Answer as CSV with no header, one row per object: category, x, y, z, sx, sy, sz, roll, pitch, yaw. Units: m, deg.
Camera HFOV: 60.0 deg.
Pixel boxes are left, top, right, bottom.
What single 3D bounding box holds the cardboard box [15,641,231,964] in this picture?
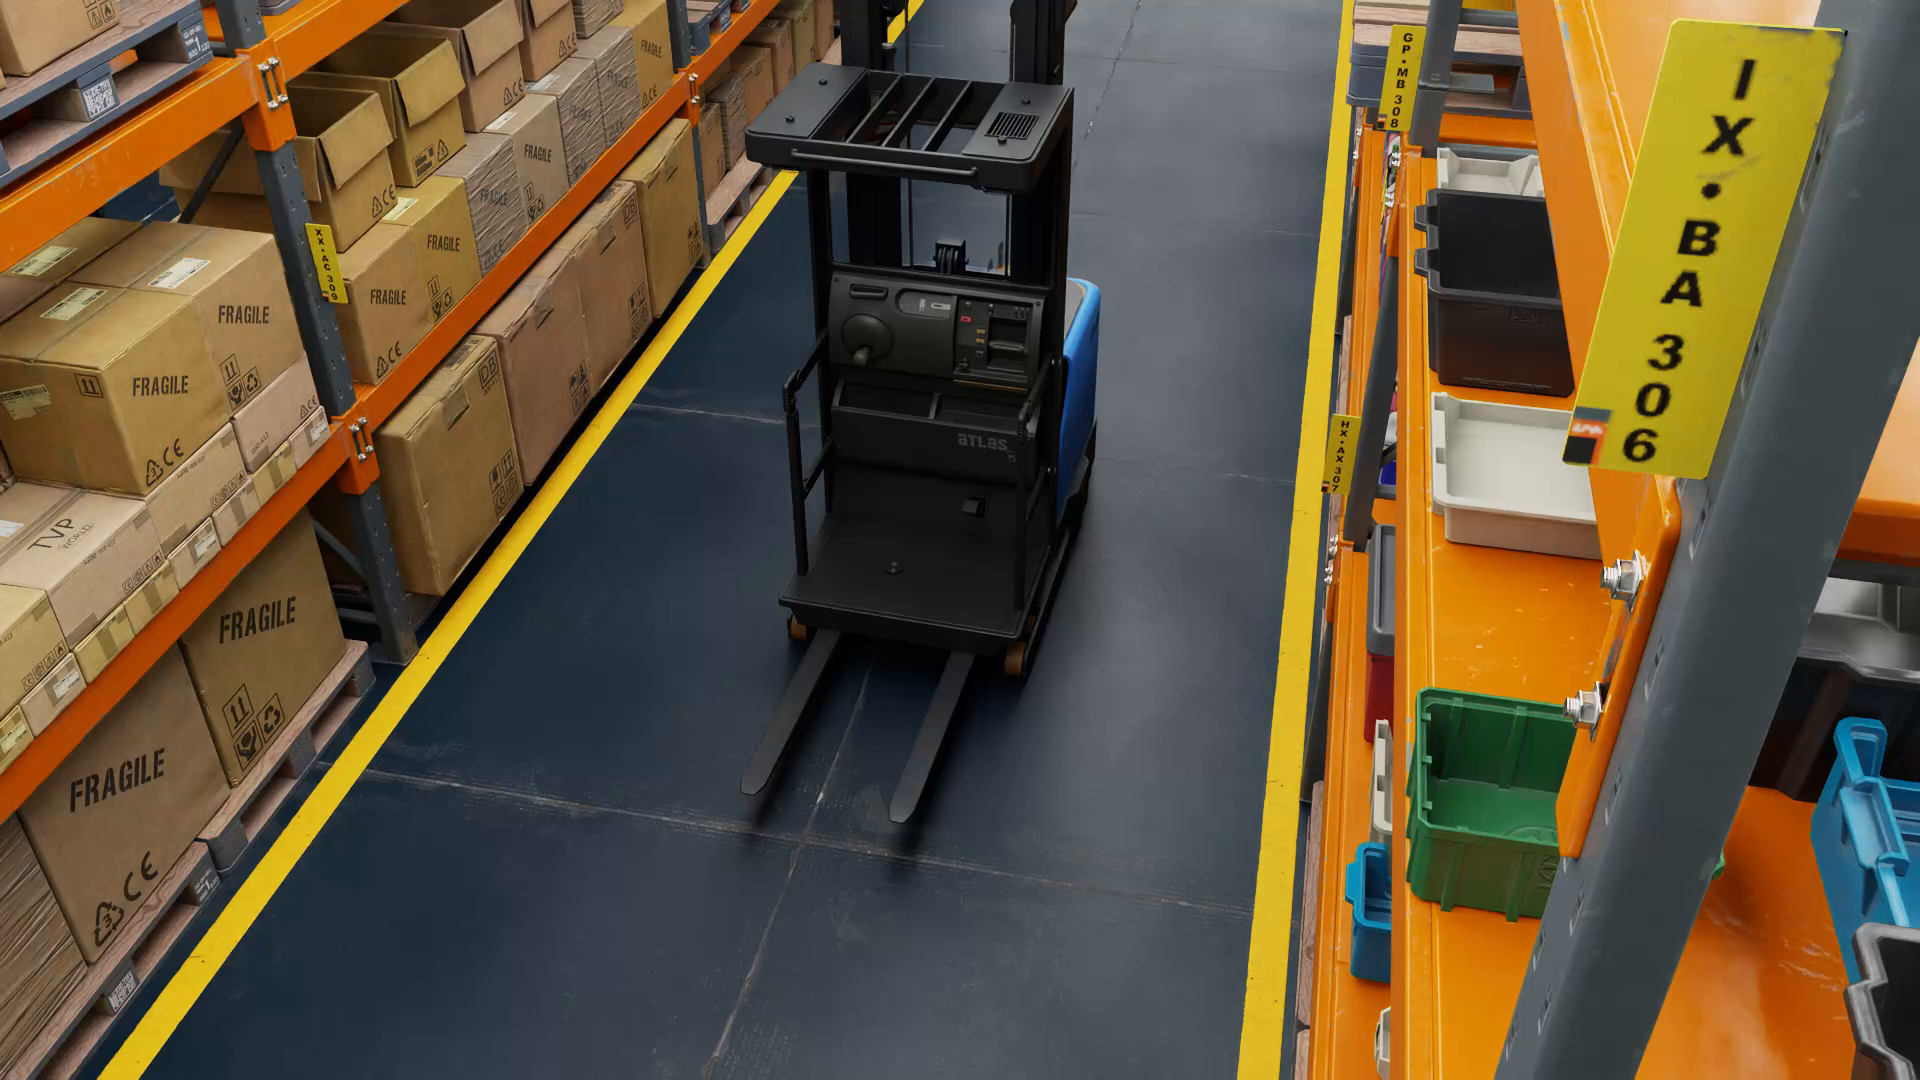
cardboard box,-3.368,0.836,5.993,0.875,0.875,0.875,7,37,10

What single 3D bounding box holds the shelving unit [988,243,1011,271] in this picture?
shelving unit,0.266,-1.017,8.752,0.215,1.050,0.252,8,35,11

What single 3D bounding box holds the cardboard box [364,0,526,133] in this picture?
cardboard box,-2.553,-2.302,7.931,0.797,0.503,0.637,8,37,11

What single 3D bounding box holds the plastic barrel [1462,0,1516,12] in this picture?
plastic barrel,1.879,-2.127,5.554,0.600,0.588,0.600,0,36,0

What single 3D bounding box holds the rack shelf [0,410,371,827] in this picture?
rack shelf,-3.384,0.700,5.341,1.077,0.370,4.000,7,37,10

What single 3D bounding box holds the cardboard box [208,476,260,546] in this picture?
cardboard box,-2.812,-0.126,6.082,0.380,0.149,0.250,7,36,9

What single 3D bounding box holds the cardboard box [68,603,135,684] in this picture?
cardboard box,-2.976,0.316,5.472,0.380,0.149,0.250,7,36,9

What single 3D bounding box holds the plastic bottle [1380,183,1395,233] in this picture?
plastic bottle,2.100,-1.614,8.030,0.097,0.271,0.097,0,36,0

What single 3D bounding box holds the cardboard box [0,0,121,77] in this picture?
cardboard box,-3.065,-1.748,5.021,0.700,0.500,0.500,5,36,7

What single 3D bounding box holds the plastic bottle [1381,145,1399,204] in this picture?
plastic bottle,2.156,-1.819,8.304,0.061,0.283,0.133,7,37,10

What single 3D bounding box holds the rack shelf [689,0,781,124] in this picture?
rack shelf,-1.675,-3.887,11.670,1.077,0.370,4.000,7,37,10

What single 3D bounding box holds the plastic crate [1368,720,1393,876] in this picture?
plastic crate,1.376,0.759,4.697,0.437,0.282,0.530,7,37,10

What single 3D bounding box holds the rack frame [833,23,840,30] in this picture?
rack frame,-1.248,-5.325,13.041,1.000,3.000,0.127,7,37,10

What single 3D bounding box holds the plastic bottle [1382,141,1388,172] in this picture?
plastic bottle,2.256,-2.004,8.628,0.097,0.201,0.097,0,36,0

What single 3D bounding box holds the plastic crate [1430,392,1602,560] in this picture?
plastic crate,1.227,-0.148,3.566,0.437,0.136,0.530,7,37,10

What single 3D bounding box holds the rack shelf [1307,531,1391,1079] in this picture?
rack shelf,1.455,1.321,4.485,1.077,0.370,4.000,7,37,10

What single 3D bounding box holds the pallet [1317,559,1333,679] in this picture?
pallet,2.088,0.575,7.277,1.003,0.211,1.213,7,37,10

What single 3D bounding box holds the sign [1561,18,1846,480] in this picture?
sign,0.487,-0.182,1.108,0.100,0.325,0.005,7,37,10

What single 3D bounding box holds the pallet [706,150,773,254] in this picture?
pallet,-1.934,-2.350,11.313,1.003,0.211,1.213,7,37,10

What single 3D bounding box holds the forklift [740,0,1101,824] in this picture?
forklift,-0.158,-0.829,6.897,1.130,2.935,3.031,9,37,12

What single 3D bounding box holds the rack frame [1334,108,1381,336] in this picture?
rack frame,2.736,-2.410,9.020,1.000,3.000,0.127,7,37,10

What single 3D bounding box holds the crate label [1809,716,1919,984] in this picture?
crate label,1.540,0.533,2.529,0.408,0.251,0.502,7,37,10

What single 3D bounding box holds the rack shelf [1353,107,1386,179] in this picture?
rack shelf,3.164,-3.266,10.813,1.077,0.370,4.000,7,37,10

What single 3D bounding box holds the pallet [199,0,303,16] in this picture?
pallet,-2.809,-2.407,6.622,0.805,0.209,1.217,6,36,8

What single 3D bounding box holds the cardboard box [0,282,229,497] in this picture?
cardboard box,-2.905,-0.518,5.644,0.500,0.500,0.500,8,37,10

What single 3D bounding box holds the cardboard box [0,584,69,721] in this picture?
cardboard box,-3.123,0.368,5.061,0.500,0.250,0.500,7,36,9

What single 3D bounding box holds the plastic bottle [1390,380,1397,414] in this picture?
plastic bottle,1.655,-0.475,6.449,0.061,0.283,0.133,7,37,10

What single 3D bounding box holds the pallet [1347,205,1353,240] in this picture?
pallet,2.940,-1.721,10.444,1.003,0.211,1.213,7,37,10

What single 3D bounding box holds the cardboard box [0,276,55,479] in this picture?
cardboard box,-3.421,-0.578,5.726,0.500,0.500,0.500,7,37,10

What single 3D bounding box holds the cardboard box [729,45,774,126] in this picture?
cardboard box,-1.758,-3.229,11.905,0.700,0.500,0.500,10,37,14

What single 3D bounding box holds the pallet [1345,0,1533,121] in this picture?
pallet,1.954,-1.717,5.668,1.213,0.211,1.003,7,37,10

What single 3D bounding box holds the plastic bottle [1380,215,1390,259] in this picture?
plastic bottle,2.030,-1.426,7.771,0.097,0.271,0.097,0,36,0

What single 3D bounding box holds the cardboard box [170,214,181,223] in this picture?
cardboard box,-3.124,-1.081,7.100,0.500,0.500,0.500,7,37,10

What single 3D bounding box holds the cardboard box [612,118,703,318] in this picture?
cardboard box,-2.270,-1.948,9.834,1.225,0.875,0.875,6,36,8

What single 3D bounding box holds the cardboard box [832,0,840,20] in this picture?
cardboard box,-1.123,-4.707,13.960,0.500,0.500,0.500,6,36,9

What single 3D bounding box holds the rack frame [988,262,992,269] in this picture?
rack frame,0.237,-0.951,8.654,0.200,1.050,0.008,8,35,11

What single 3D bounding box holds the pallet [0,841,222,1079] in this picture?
pallet,-3.454,1.519,5.975,1.003,0.211,1.213,7,37,10

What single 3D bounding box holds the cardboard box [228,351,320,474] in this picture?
cardboard box,-2.795,-0.512,6.274,0.500,0.250,0.500,7,36,9

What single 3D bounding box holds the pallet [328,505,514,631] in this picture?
pallet,-2.865,-0.061,8.154,1.003,0.211,1.213,7,37,10

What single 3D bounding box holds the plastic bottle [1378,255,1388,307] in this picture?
plastic bottle,1.919,-1.184,7.426,0.061,0.283,0.133,7,37,10

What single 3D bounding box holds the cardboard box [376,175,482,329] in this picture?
cardboard box,-2.508,-1.299,7.402,0.500,0.500,0.500,7,37,10

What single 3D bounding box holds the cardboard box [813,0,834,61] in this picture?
cardboard box,-1.400,-4.141,13.163,0.700,0.500,0.500,5,36,6

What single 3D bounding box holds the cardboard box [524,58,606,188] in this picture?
cardboard box,-2.186,-2.175,8.609,0.500,0.500,0.500,6,36,8

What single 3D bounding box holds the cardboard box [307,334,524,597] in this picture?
cardboard box,-2.840,-0.417,7.722,1.225,0.875,0.875,7,37,10
